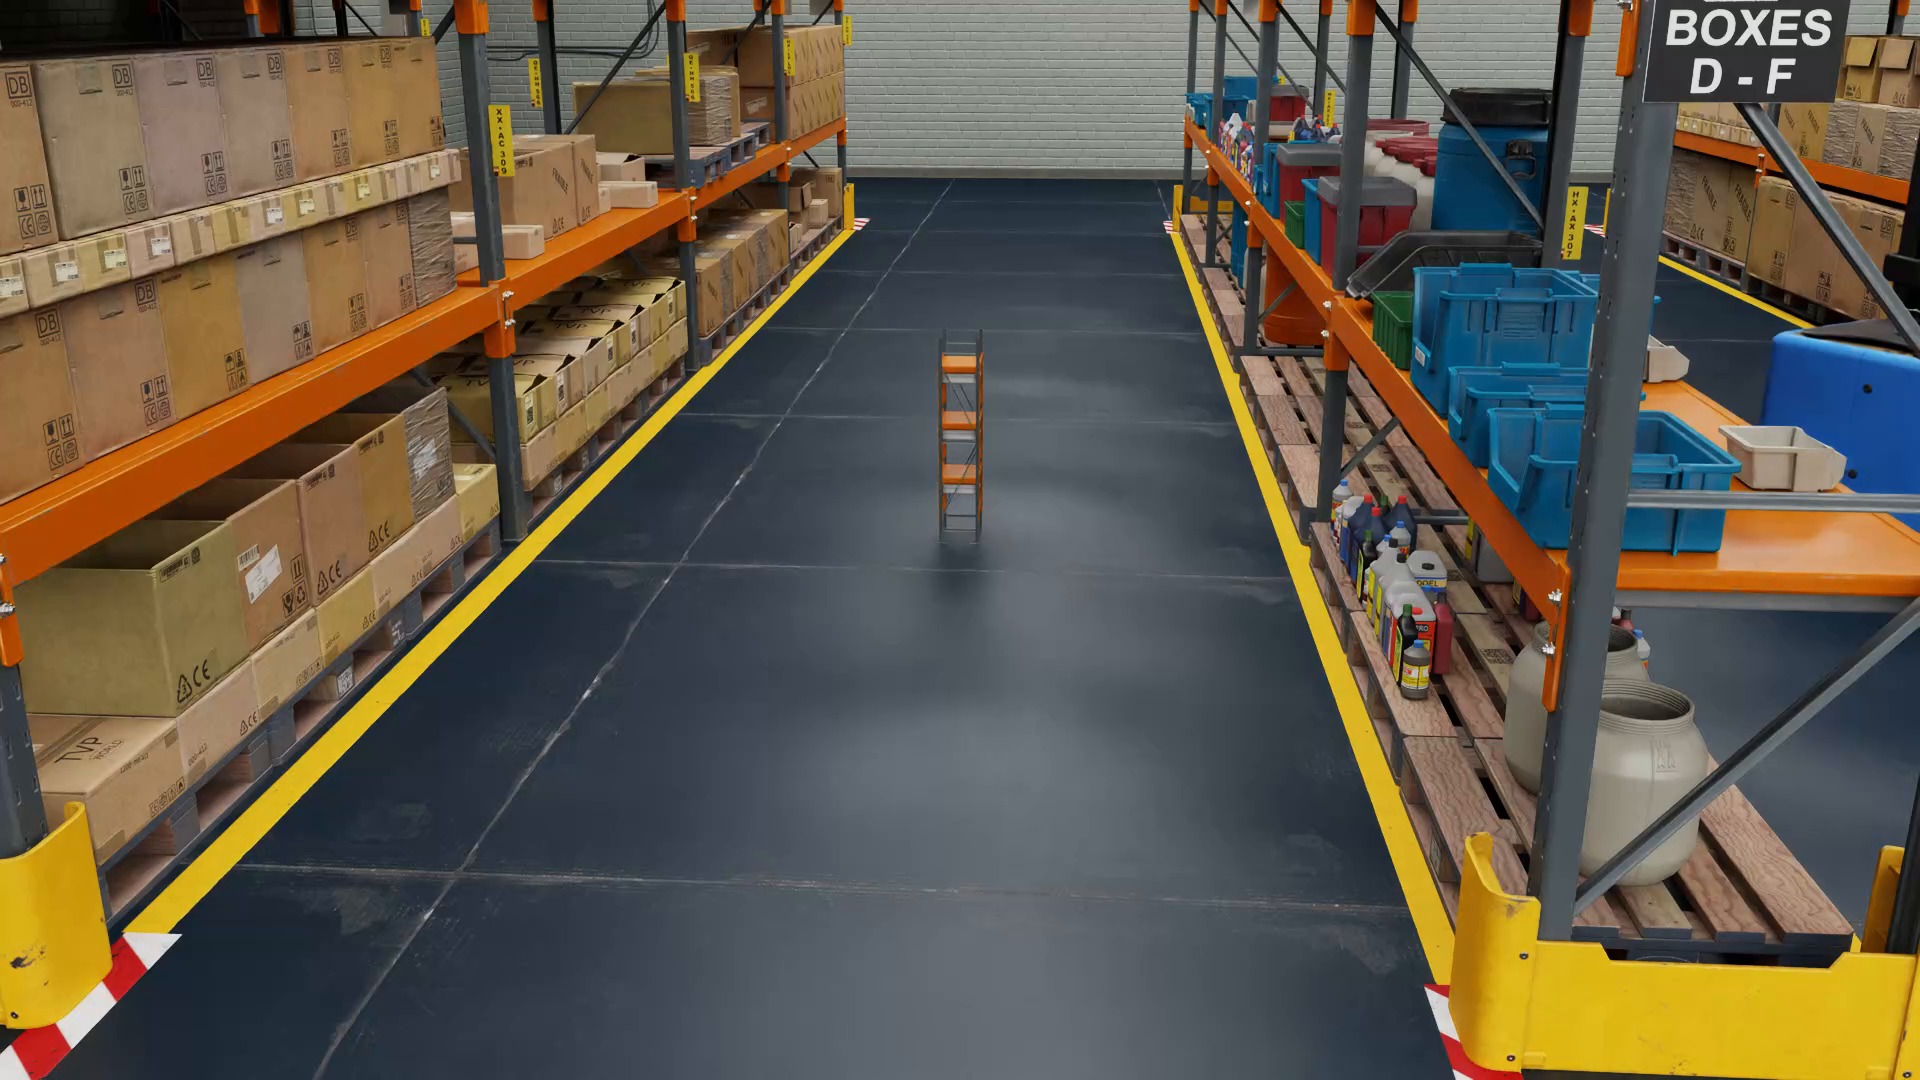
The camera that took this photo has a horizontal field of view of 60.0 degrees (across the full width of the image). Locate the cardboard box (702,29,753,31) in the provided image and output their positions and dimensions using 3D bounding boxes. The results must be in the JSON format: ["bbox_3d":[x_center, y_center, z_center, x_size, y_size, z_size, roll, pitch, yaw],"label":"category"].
[{"bbox_3d":[-2.318,-4.764,16.380,0.500,0.500,0.500,1,18,3],"label":"cardboard box"}]

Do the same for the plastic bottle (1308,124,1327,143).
[{"bbox_3d":[2.830,-3.111,13.180,0.144,0.351,0.185,1,18,4],"label":"plastic bottle"}]

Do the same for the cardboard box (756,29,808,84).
[{"bbox_3d":[-1.779,-4.743,16.313,0.500,0.500,0.500,1,18,2],"label":"cardboard box"}]

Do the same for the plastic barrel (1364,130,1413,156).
[{"bbox_3d":[2.662,-2.295,10.429,0.421,0.512,0.421,0,18,0],"label":"plastic barrel"}]

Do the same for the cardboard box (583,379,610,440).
[{"bbox_3d":[-2.356,-0.767,9.689,0.500,0.250,0.500,1,18,2],"label":"cardboard box"}]

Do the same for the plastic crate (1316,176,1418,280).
[{"bbox_3d":[1.966,-1.511,8.114,0.402,0.464,0.583,1,18,4],"label":"plastic crate"}]

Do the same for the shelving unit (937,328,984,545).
[{"bbox_3d":[0.004,-0.516,8.310,0.215,1.050,0.252,1,18,4],"label":"shelving unit"}]

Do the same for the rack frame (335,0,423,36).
[{"bbox_3d":[-6.785,-5.271,19.693,1.000,3.000,0.127,1,18,4],"label":"rack frame"}]

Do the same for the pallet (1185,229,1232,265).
[{"bbox_3d":[2.909,-3.092,17.520,1.003,0.211,1.213,1,18,4],"label":"pallet"}]

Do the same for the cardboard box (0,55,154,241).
[{"bbox_3d":[-2.908,-1.181,4.967,0.700,0.500,0.500,1,18,2],"label":"cardboard box"}]

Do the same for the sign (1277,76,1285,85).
[{"bbox_3d":[3.647,-5.121,18.971,0.100,0.325,0.005,1,18,4],"label":"sign"}]

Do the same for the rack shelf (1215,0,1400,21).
[{"bbox_3d":[2.667,-4.270,12.976,1.077,0.370,4.000,1,18,4],"label":"rack shelf"}]

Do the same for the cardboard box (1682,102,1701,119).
[{"bbox_3d":[7.631,-4.387,16.757,0.500,0.250,0.500,1,18,3],"label":"cardboard box"}]

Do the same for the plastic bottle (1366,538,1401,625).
[{"bbox_3d":[1.721,0.158,6.670,0.144,0.351,0.185,1,18,3],"label":"plastic bottle"}]

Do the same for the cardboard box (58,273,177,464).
[{"bbox_3d":[-2.912,-0.548,5.118,0.700,0.500,0.500,2,18,5],"label":"cardboard box"}]

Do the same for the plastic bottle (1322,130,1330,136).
[{"bbox_3d":[3.015,-3.236,13.679,0.152,0.276,0.135,1,18,4],"label":"plastic bottle"}]

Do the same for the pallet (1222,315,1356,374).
[{"bbox_3d":[2.538,-1.486,12.620,1.003,0.211,1.213,1,18,4],"label":"pallet"}]

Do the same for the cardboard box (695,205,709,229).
[{"bbox_3d":[-2.480,-2.842,14.382,0.500,0.250,0.500,1,18,4],"label":"cardboard box"}]

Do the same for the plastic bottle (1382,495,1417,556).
[{"bbox_3d":[1.908,-0.029,7.242,0.144,0.351,0.185,1,18,4],"label":"plastic bottle"}]

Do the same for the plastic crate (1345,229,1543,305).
[{"bbox_3d":[2.072,-1.134,7.167,0.767,0.338,0.504,1,18,4],"label":"plastic crate"}]

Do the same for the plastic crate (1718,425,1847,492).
[{"bbox_3d":[2.335,-0.226,4.720,0.298,0.136,0.250,1,18,4],"label":"plastic crate"}]

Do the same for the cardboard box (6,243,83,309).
[{"bbox_3d":[-2.732,-0.748,4.685,0.380,0.149,0.250,1,18,2],"label":"cardboard box"}]

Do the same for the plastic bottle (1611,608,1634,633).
[{"bbox_3d":[2.425,0.375,6.118,0.061,0.283,0.133,2,18,5],"label":"plastic bottle"}]

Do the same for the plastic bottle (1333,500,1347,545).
[{"bbox_3d":[1.769,-0.082,7.643,0.097,0.201,0.097,0,18,0],"label":"plastic bottle"}]

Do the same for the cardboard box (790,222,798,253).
[{"bbox_3d":[-1.885,-2.977,16.301,0.500,0.311,0.500,1,18,4],"label":"cardboard box"}]

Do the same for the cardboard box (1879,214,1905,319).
[{"bbox_3d":[7.534,-1.859,12.017,1.225,0.875,0.875,0,18,1],"label":"cardboard box"}]

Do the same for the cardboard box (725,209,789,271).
[{"bbox_3d":[-1.880,-2.781,15.402,0.500,0.500,0.500,1,18,4],"label":"cardboard box"}]

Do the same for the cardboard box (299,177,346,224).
[{"bbox_3d":[-2.602,-1.307,6.393,0.380,0.149,0.250,2,18,5],"label":"cardboard box"}]

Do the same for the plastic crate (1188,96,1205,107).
[{"bbox_3d":[2.703,-4.725,18.200,0.416,0.233,0.300,1,18,4],"label":"plastic crate"}]

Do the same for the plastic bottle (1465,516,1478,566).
[{"bbox_3d":[2.334,-0.070,7.368,0.144,0.351,0.185,1,18,4],"label":"plastic bottle"}]

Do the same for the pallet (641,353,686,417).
[{"bbox_3d":[-2.515,-1.097,11.433,1.003,0.211,1.213,1,18,4],"label":"pallet"}]

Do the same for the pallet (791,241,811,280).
[{"bbox_3d":[-2.080,-2.808,16.653,1.003,0.211,1.213,1,18,4],"label":"pallet"}]

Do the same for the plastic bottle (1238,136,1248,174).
[{"bbox_3d":[2.209,-3.000,12.950,0.061,0.283,0.133,1,18,4],"label":"plastic bottle"}]

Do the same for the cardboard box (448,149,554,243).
[{"bbox_3d":[-2.595,-1.884,9.196,0.500,0.500,0.500,3,18,8],"label":"cardboard box"}]

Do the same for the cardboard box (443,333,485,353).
[{"bbox_3d":[-2.892,-1.043,9.631,0.500,0.311,0.500,1,18,4],"label":"cardboard box"}]

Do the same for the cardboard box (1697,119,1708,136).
[{"bbox_3d":[7.537,-4.079,16.458,0.380,0.149,0.250,1,18,3],"label":"cardboard box"}]

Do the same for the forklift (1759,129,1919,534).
[{"bbox_3d":[5.459,-1.468,8.195,3.031,2.935,1.130,-10,20,-27],"label":"forklift"}]

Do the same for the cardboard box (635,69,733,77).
[{"bbox_3d":[-2.374,-3.810,14.397,0.700,0.500,0.500,4,19,13],"label":"cardboard box"}]

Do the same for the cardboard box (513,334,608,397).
[{"bbox_3d":[-2.349,-1.033,9.600,0.500,0.311,0.500,1,18,2],"label":"cardboard box"}]

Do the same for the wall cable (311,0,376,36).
[{"bbox_3d":[-7.637,-6.173,20.813,0.084,1.984,1.851,1,18,4],"label":"wall cable"}]

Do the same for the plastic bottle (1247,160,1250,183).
[{"bbox_3d":[2.177,-2.744,12.298,0.097,0.201,0.097,0,18,0],"label":"plastic bottle"}]

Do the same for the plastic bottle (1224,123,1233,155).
[{"bbox_3d":[2.335,-3.463,14.380,0.097,0.271,0.097,0,18,0],"label":"plastic bottle"}]

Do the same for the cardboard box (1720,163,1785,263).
[{"bbox_3d":[7.877,-3.091,15.775,0.875,0.875,0.875,1,18,4],"label":"cardboard box"}]

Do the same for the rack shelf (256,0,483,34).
[{"bbox_3d":[-2.847,-1.897,5.735,1.077,0.370,4.000,1,18,4],"label":"rack shelf"}]

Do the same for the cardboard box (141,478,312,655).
[{"bbox_3d":[-2.673,0.085,5.882,0.500,0.500,0.500,1,18,4],"label":"cardboard box"}]

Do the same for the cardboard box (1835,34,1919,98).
[{"bbox_3d":[7.713,-4.023,14.112,0.797,0.503,0.637,1,18,2],"label":"cardboard box"}]

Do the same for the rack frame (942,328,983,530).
[{"bbox_3d":[0.013,-0.553,8.426,0.200,1.050,0.008,1,18,4],"label":"rack frame"}]

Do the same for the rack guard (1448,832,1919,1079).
[{"bbox_3d":[1.908,1.082,4.318,1.175,0.500,0.348,1,18,4],"label":"rack guard"}]

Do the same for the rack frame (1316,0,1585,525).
[{"bbox_3d":[2.236,-1.323,7.644,1.000,3.000,0.127,1,18,4],"label":"rack frame"}]

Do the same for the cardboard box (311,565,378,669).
[{"bbox_3d":[-2.621,0.287,6.472,0.500,0.250,0.500,1,18,4],"label":"cardboard box"}]

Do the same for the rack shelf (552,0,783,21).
[{"bbox_3d":[-2.274,-4.382,13.317,1.077,0.370,4.000,1,18,4],"label":"rack shelf"}]

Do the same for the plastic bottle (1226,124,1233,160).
[{"bbox_3d":[2.294,-3.372,14.085,0.061,0.283,0.133,1,18,4],"label":"plastic bottle"}]

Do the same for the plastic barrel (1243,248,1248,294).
[{"bbox_3d":[2.574,-2.263,13.834,0.421,0.512,0.421,0,18,0],"label":"plastic barrel"}]

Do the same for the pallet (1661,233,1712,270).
[{"bbox_3d":[7.968,-2.987,17.199,1.003,0.211,1.213,1,18,4],"label":"pallet"}]

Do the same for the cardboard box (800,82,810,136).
[{"bbox_3d":[-1.789,-4.279,16.503,0.500,0.500,0.500,2,18,5],"label":"cardboard box"}]
